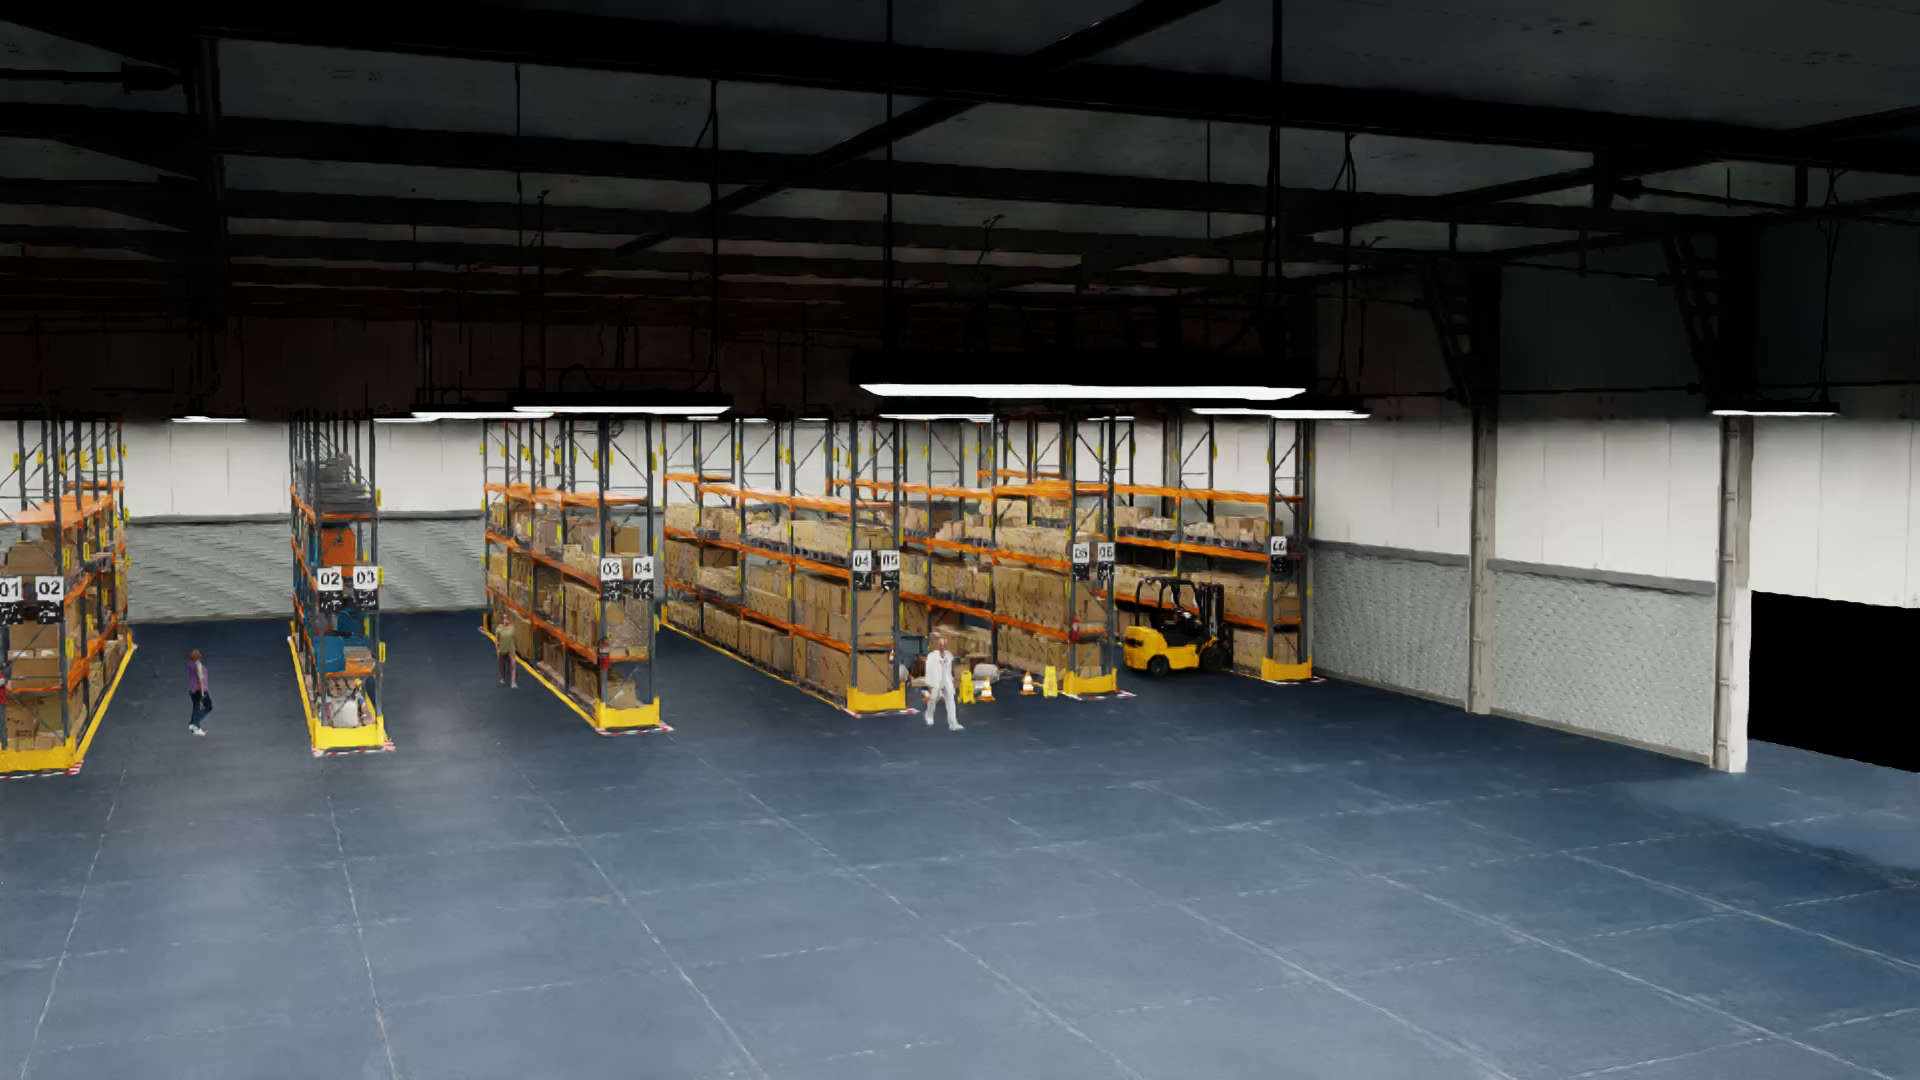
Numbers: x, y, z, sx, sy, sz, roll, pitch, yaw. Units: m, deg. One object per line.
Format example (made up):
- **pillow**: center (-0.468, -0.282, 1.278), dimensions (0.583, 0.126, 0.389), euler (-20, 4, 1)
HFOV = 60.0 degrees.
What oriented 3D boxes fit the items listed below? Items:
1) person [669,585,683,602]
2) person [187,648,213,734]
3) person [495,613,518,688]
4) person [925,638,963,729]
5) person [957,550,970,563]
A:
- **person**: center (-9.032, 1.248, 52.713), dimensions (0.454, 1.585, 0.509), euler (1, 4, 15)
- **person**: center (-14.022, 2.785, 30.552), dimensions (0.459, 1.594, 0.407), euler (3, 5, 36)
- **person**: center (-9.864, 2.384, 36.109), dimensions (0.448, 1.587, 1.110), euler (-2, 4, -21)
- **person**: center (-0.357, 2.672, 31.163), dimensions (0.598, 1.698, 1.172), euler (-2, 4, -21)
- **person**: center (0.117, 1.149, 52.839), dimensions (0.576, 1.768, 0.571), euler (3, 5, 33)
